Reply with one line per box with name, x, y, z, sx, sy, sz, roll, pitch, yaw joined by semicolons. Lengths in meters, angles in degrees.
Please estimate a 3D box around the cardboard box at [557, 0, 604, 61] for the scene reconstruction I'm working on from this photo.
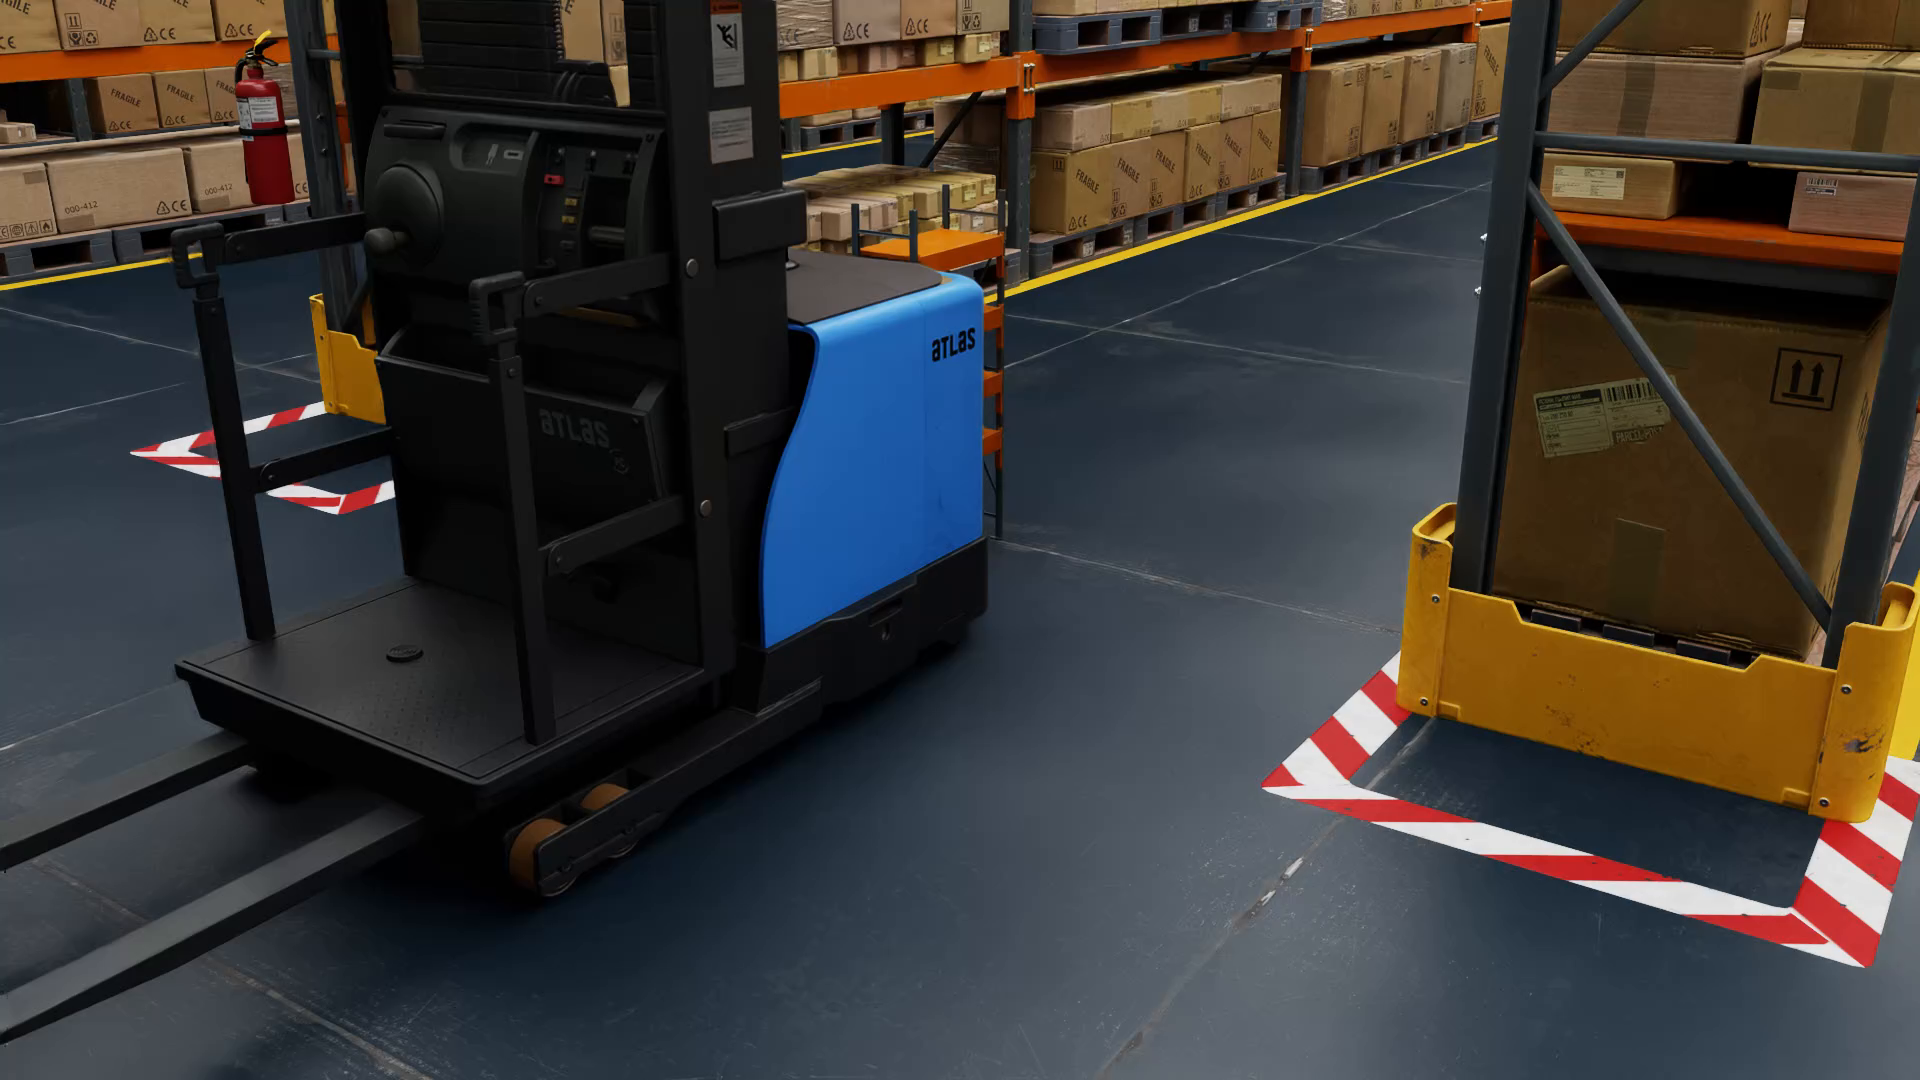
cardboard box;-1.802;-2.153;6.688;0.500;0.500;0.500;15;25;34

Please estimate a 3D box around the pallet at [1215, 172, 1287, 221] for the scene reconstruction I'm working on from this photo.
pallet;1.774;-2.655;12.639;1.003;0.211;1.213;13;24;32

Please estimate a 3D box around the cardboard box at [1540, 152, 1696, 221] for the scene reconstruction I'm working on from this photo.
cardboard box;1.691;-0.944;4.355;0.380;0.149;0.250;14;24;33

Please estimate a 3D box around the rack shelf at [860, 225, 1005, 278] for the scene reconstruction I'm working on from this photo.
rack shelf;-0.093;-0.884;5.292;0.258;0.148;0.480;13;24;32

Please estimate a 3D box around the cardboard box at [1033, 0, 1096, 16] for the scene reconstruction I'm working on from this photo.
cardboard box;0.568;-3.142;9.691;0.380;0.149;0.250;12;23;29

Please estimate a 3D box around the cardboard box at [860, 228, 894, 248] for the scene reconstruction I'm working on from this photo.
cardboard box;-0.575;-1.596;8.831;0.380;0.149;0.250;14;24;33

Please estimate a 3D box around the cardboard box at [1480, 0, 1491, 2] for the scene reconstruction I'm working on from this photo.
cardboard box;4.661;-5.513;16.129;0.875;0.550;0.550;13;24;32

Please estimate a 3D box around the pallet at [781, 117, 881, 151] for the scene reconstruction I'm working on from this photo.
pallet;-1.496;-4.039;16.381;1.003;0.211;1.213;13;24;32

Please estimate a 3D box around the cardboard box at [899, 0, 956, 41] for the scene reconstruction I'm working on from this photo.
cardboard box;-0.365;-2.883;8.662;0.500;0.500;0.500;13;24;30

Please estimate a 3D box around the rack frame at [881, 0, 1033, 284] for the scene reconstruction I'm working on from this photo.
rack frame;-0.034;-3.039;9.657;1.000;3.000;0.127;13;24;32

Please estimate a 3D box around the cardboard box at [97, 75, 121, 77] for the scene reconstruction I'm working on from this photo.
cardboard box;-7.870;-4.322;15.189;0.380;0.149;0.250;15;25;34

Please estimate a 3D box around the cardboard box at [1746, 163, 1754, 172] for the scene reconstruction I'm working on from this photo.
cardboard box;2.264;-1.237;5.148;0.380;0.149;0.250;13;24;31

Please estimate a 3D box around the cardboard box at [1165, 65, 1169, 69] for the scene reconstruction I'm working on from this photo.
cardboard box;2.316;-6.035;21.114;0.500;0.250;0.500;13;24;32

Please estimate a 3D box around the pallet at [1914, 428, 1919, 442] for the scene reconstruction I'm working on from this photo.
pallet;3.519;-0.532;6.899;1.003;0.211;1.213;13;24;32

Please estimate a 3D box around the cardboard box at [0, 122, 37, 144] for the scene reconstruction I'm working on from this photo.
cardboard box;-8.362;-3.585;14.638;0.380;0.149;0.250;12;24;30

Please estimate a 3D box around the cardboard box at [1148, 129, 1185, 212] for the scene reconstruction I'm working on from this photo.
cardboard box;1.180;-2.529;11.276;0.500;0.500;0.500;14;24;33

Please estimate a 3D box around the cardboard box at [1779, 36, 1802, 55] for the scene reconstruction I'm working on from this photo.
cardboard box;2.101;-1.301;4.745;0.500;0.250;0.500;13;24;31

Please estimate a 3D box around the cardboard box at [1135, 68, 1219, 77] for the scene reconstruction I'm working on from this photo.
cardboard box;1.627;-3.412;12.584;0.500;0.250;0.500;12;23;29

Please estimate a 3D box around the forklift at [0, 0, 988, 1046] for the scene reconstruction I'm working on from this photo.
forklift;-1.160;-0.781;3.651;1.130;2.935;3.031;13;24;32

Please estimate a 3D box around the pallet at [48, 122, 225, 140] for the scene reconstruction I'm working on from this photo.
pallet;-7.866;-3.875;15.938;1.003;0.211;1.213;13;24;32

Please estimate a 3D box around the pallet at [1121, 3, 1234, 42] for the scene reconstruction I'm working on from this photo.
pallet;1.136;-3.521;11.236;1.003;0.211;1.213;13;24;32

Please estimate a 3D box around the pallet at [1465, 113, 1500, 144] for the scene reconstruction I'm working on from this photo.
pallet;4.955;-4.230;16.895;1.003;0.211;1.213;13;24;32

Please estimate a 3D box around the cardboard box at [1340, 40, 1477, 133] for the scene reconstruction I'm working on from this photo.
cardboard box;4.189;-4.281;15.651;1.050;0.750;0.750;13;24;32

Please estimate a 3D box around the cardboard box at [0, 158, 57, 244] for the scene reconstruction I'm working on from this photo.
cardboard box;-6.145;-2.032;10.022;0.875;0.438;0.875;12;24;30

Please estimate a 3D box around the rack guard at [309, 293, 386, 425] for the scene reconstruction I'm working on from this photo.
rack guard;-2.240;-0.741;7.047;1.175;0.500;0.348;13;24;32

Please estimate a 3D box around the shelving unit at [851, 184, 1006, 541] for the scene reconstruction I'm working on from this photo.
shelving unit;-0.093;-0.515;5.428;0.258;1.200;0.503;13;24;32

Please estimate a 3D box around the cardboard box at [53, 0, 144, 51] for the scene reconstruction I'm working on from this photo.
cardboard box;-5.364;-3.249;10.082;0.500;0.500;0.500;13;24;32

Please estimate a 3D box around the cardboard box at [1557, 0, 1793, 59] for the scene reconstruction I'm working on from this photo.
cardboard box;1.819;-1.507;4.222;0.500;0.500;0.500;14;24;32

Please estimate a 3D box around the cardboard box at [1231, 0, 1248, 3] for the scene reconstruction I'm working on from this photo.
cardboard box;1.739;-3.742;11.313;0.380;0.149;0.250;12;23;29

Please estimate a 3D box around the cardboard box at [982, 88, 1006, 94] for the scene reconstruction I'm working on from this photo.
cardboard box;0.020;-5.084;18.369;0.950;0.372;0.625;14;24;33

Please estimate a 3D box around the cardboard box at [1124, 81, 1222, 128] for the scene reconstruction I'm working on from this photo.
cardboard box;1.473;-3.026;11.539;0.500;0.250;0.500;14;24;33

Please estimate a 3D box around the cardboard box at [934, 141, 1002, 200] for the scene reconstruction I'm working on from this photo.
cardboard box;0.174;-2.325;10.725;0.500;0.500;0.500;13;24;31

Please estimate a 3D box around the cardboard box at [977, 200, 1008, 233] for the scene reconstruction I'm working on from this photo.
cardboard box;0.052;-1.886;9.616;0.380;0.149;0.250;14;24;33

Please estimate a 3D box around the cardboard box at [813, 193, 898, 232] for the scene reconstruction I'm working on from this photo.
cardboard box;-0.550;-1.716;8.728;0.380;0.149;0.250;12;23;29

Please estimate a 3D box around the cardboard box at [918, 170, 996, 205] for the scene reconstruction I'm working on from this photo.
cardboard box;-0.019;-2.025;9.563;0.380;0.149;0.250;14;25;33

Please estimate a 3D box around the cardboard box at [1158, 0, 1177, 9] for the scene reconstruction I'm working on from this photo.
cardboard box;1.147;-3.438;10.493;0.380;0.149;0.250;12;23;29

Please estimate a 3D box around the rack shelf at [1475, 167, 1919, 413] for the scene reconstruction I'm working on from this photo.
rack shelf;2.887;-1.132;5.537;1.077;0.370;4.000;13;24;32

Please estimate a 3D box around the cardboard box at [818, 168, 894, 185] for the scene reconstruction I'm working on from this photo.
cardboard box;-0.603;-2.052;9.636;0.380;0.149;0.250;15;25;34

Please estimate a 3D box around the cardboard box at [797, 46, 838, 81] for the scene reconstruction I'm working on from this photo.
cardboard box;-0.820;-2.331;8.105;0.380;0.149;0.250;14;24;33

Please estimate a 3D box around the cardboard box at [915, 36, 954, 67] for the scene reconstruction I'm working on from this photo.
cardboard box;-0.255;-2.634;8.923;0.380;0.149;0.250;14;25;34

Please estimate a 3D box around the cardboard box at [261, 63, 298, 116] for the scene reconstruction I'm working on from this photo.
cardboard box;-6.962;-4.507;16.622;0.500;0.500;0.500;12;24;30

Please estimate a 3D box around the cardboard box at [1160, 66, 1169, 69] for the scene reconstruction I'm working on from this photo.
cardboard box;2.040;-5.142;18.941;0.500;0.500;0.500;-6;21;-15

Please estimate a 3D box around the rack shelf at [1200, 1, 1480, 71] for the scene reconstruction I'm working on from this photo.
rack shelf;3.339;-4.423;14.436;1.077;0.370;4.000;13;24;32

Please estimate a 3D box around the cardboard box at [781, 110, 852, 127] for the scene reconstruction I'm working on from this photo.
cardboard box;-1.610;-4.248;16.108;0.950;0.372;0.625;11;23;28

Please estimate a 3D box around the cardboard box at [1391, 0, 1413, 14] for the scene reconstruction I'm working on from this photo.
cardboard box;3.540;-4.743;14.121;0.500;0.500;0.500;13;24;31

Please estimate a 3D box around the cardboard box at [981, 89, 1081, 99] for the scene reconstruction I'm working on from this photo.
cardboard box;0.476;-2.823;10.991;0.500;0.250;0.500;15;25;34
